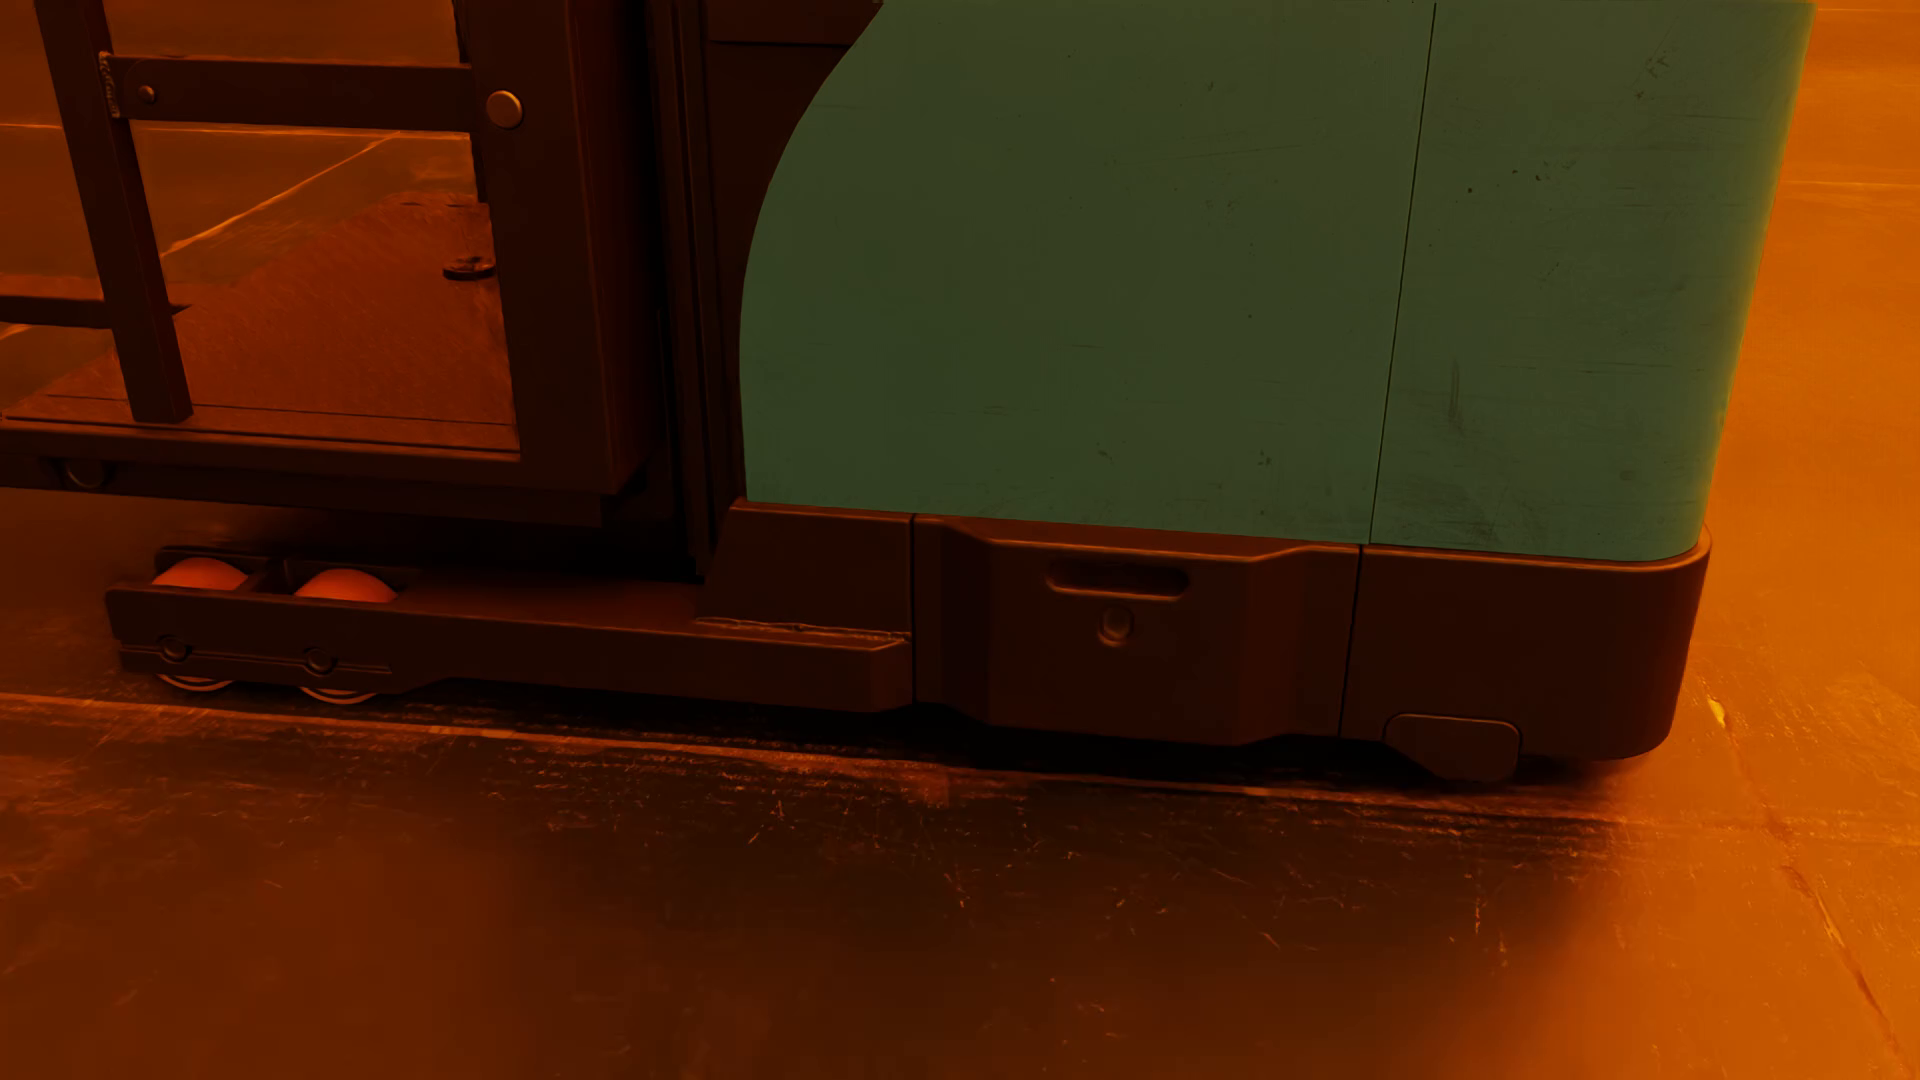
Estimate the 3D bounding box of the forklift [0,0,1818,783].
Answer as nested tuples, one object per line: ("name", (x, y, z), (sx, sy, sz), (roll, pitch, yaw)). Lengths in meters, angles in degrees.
("forklift", (-0.609, -1.333, 1.889), (3.031, 2.935, 1.130), (4, 27, 8))
